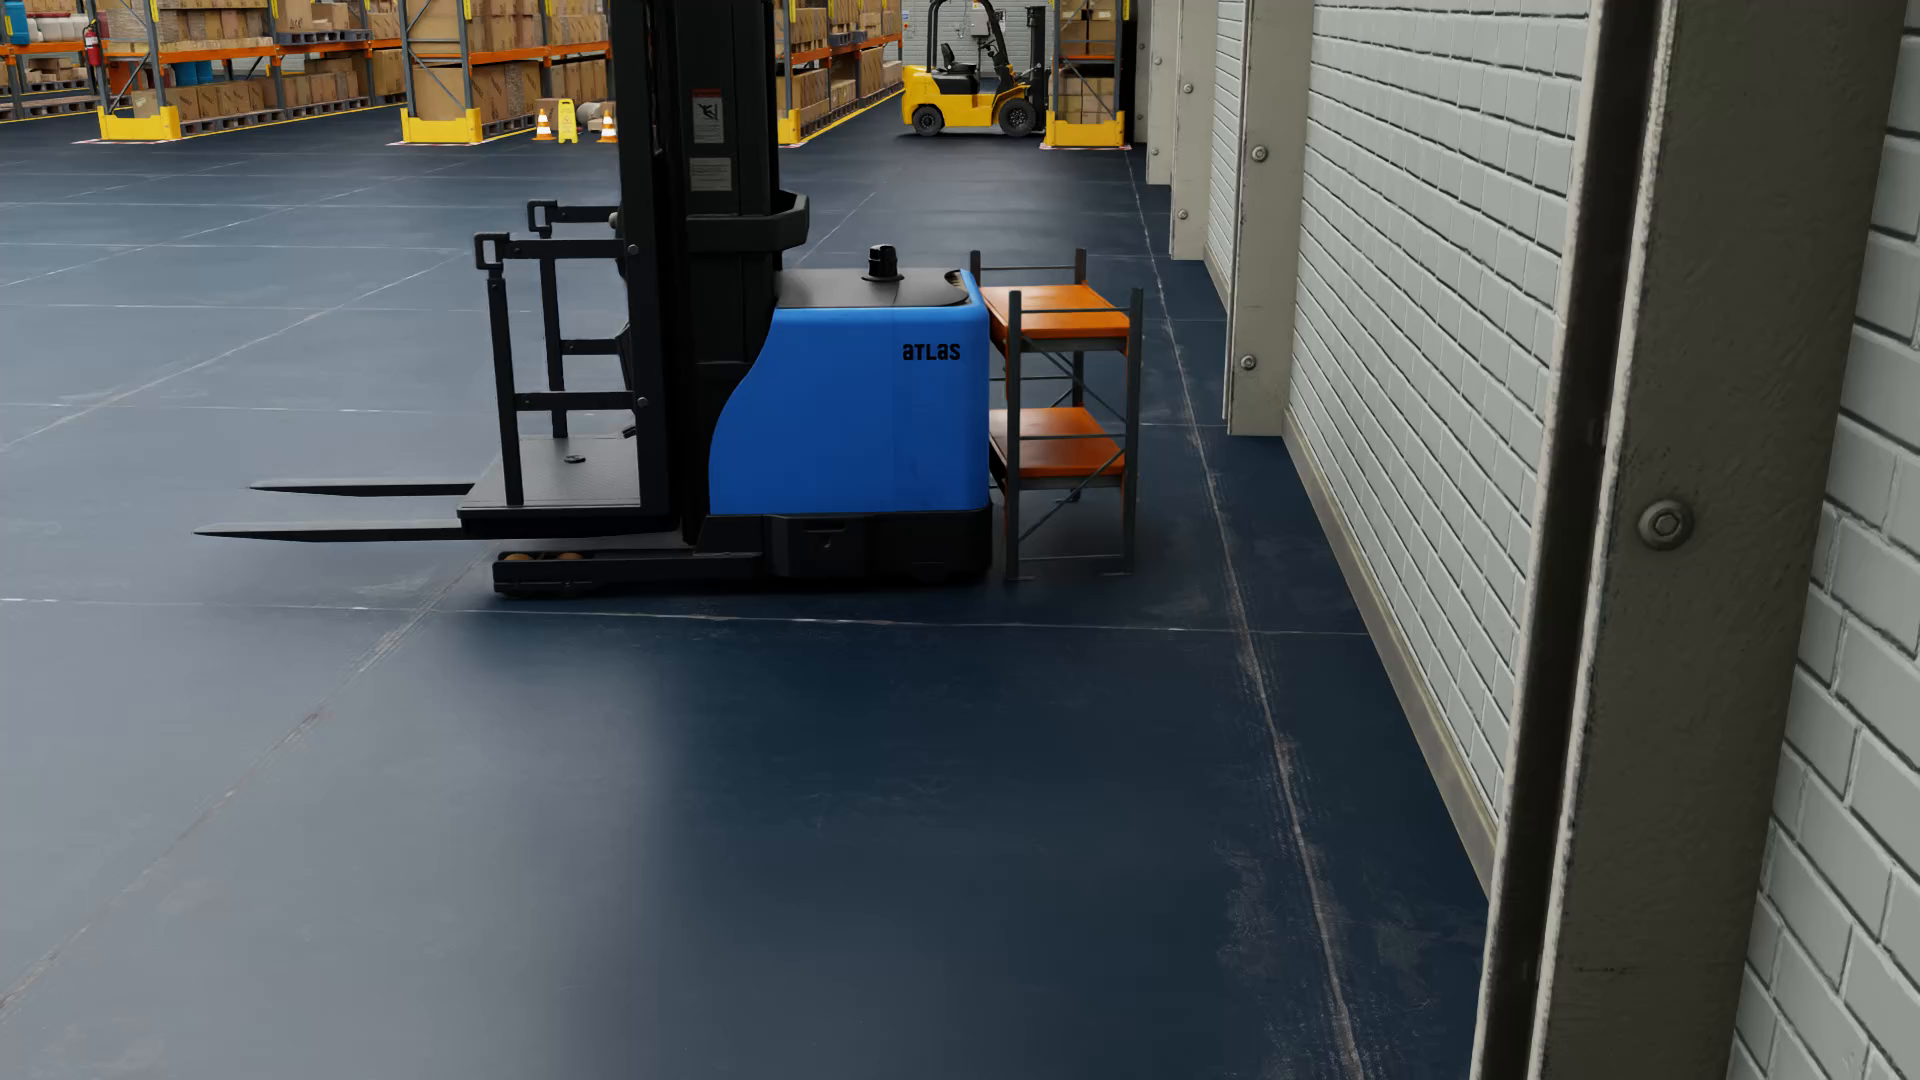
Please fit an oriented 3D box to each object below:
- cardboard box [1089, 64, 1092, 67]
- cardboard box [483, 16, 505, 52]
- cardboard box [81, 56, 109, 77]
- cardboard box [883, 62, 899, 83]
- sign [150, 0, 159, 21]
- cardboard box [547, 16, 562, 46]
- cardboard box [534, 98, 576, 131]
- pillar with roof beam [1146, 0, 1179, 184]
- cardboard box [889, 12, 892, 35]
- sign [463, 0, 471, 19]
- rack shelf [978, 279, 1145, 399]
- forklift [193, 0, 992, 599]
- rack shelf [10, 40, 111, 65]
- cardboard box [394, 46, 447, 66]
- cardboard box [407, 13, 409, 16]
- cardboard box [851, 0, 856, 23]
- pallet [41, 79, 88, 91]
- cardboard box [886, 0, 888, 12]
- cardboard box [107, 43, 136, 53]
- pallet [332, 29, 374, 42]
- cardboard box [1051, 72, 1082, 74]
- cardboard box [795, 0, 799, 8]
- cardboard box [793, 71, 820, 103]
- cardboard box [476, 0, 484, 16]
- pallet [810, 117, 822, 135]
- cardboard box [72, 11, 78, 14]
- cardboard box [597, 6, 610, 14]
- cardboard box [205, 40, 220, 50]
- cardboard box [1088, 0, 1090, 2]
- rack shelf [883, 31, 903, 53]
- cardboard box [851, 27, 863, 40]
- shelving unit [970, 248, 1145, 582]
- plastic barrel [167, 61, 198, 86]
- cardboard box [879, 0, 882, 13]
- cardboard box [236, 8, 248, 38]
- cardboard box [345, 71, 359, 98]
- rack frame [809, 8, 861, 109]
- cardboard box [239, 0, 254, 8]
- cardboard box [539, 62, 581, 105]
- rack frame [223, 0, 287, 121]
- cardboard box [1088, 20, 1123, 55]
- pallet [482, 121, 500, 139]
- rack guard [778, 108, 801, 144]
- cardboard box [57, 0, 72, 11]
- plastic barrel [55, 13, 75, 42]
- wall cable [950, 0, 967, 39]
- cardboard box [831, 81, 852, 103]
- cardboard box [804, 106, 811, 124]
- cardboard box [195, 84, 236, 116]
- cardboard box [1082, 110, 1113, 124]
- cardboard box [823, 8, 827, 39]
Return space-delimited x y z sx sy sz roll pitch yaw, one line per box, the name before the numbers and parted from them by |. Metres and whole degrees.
cardboard box | 2.799 -9.540 33.518 0.380 0.149 0.250 2 18 5
cardboard box | -7.837 -8.138 26.701 0.875 0.550 0.550 1 18 4
cardboard box | -21.469 -11.789 41.391 0.500 0.500 0.500 1 18 4
cardboard box | -1.915 -10.989 39.082 0.875 0.438 0.875 2 18 5
sign | -12.401 -8.150 25.587 0.100 0.325 0.005 1 18 4
cardboard box | -7.409 -9.055 29.580 0.500 0.500 0.500 1 18 5
cardboard box | -6.803 -7.159 27.963 0.500 0.500 0.500 4 19 13
pillar with roof beam | -1.881 -8.699 19.019 9.100 9.000 0.400 1 18 4
cardboard box | -1.820 -11.754 37.816 0.500 0.500 0.500 1 18 4
sign | -7.449 -8.043 25.134 0.100 0.325 0.005 1 18 4
rack shelf | 0.360 -0.824 6.692 0.538 0.278 1.000 -2 18 -7
forklift | -1.414 -1.341 6.310 3.031 2.935 1.130 -1 18 -3
rack shelf | -17.452 -9.382 31.895 1.077 0.370 4.000 1 18 4
cardboard box | -12.107 -10.468 36.790 1.225 0.875 0.875 1 18 4
cardboard box | -11.956 -10.902 35.216 0.500 0.500 0.500 1 18 4
cardboard box | -2.265 -10.094 31.598 0.500 0.500 0.500 1 18 3
pallet | -21.827 -10.967 40.055 1.003 0.211 1.213 1 18 4
cardboard box | -1.879 -12.078 37.199 0.500 0.500 0.500 1 18 3
cardboard box | -13.127 -7.724 26.081 0.380 0.149 0.250 1 18 4
pallet | -12.313 -9.920 32.688 1.213 0.211 1.003 1 18 4
cardboard box | 1.717 -7.410 26.856 0.500 0.250 0.500 1 18 3
cardboard box | -3.077 -9.145 27.772 0.700 0.500 0.500 1 18 4
cardboard box | -2.615 -7.514 27.575 0.500 0.500 0.500 2 18 7
cardboard box | -7.989 -8.480 26.010 0.875 0.550 0.550 1 18 4
pallet | -2.868 -6.857 27.510 1.003 0.211 1.213 1 18 4
cardboard box | -21.511 -12.528 40.179 0.500 0.500 0.500 1 18 4
cardboard box | -7.202 -10.596 33.217 0.380 0.149 0.250 1 18 4
cardboard box | -12.479 -8.178 27.466 0.380 0.149 0.250 1 18 4
cardboard box | 3.126 -12.029 37.376 0.500 0.500 0.500 1 18 2
rack shelf | -2.054 -11.535 38.465 1.077 0.370 4.000 1 18 4
cardboard box | -2.198 -10.089 33.136 0.500 0.250 0.500 1 18 3
shelving unit | 0.360 -0.546 6.783 0.538 1.125 1.048 -2 18 -7
plastic barrel | -17.128 -10.402 36.545 0.600 0.901 0.708 1 18 4
cardboard box | -1.979 -11.634 35.845 0.500 0.500 0.500 2 18 6
cardboard box | -12.820 -8.888 28.594 0.875 0.500 0.500 1 18 4
cardboard box | -12.396 -9.047 33.025 0.700 0.500 0.500 0 18 1
rack frame | -2.484 -10.014 32.666 1.000 3.000 0.127 1 18 4
cardboard box | -12.447 -9.355 28.413 0.500 0.500 0.500 1 18 4
cardboard box | -7.687 -8.475 30.909 1.050 0.750 0.750 1 18 4
rack frame | -12.655 -8.993 29.550 1.000 3.000 0.127 1 18 4
cardboard box | 2.206 -7.614 25.183 0.500 0.500 0.500 2 18 6
pallet | -8.022 -6.533 26.522 1.003 0.211 1.213 1 18 4
rack guard | -3.052 -6.365 25.544 1.175 0.500 0.348 1 18 4
cardboard box | -21.538 -12.842 39.533 0.500 0.500 0.500 2 18 6
plastic barrel | -17.224 -9.822 31.863 0.433 0.535 0.433 0 18 0
wall cable | -0.114 -14.705 45.351 0.588 1.984 0.122 1 18 4
cardboard box | -2.579 -8.560 31.775 0.950 0.372 0.625 1 18 3
cardboard box | -2.679 -6.825 26.675 0.500 0.250 0.500 2 18 6
cardboard box | -12.723 -7.508 28.360 0.500 0.500 0.500 0 18 -1
cardboard box | 2.124 -6.460 25.563 0.500 0.250 0.500 1 18 4
cardboard box | -2.554 -8.817 28.374 0.500 0.500 0.500 1 18 3
